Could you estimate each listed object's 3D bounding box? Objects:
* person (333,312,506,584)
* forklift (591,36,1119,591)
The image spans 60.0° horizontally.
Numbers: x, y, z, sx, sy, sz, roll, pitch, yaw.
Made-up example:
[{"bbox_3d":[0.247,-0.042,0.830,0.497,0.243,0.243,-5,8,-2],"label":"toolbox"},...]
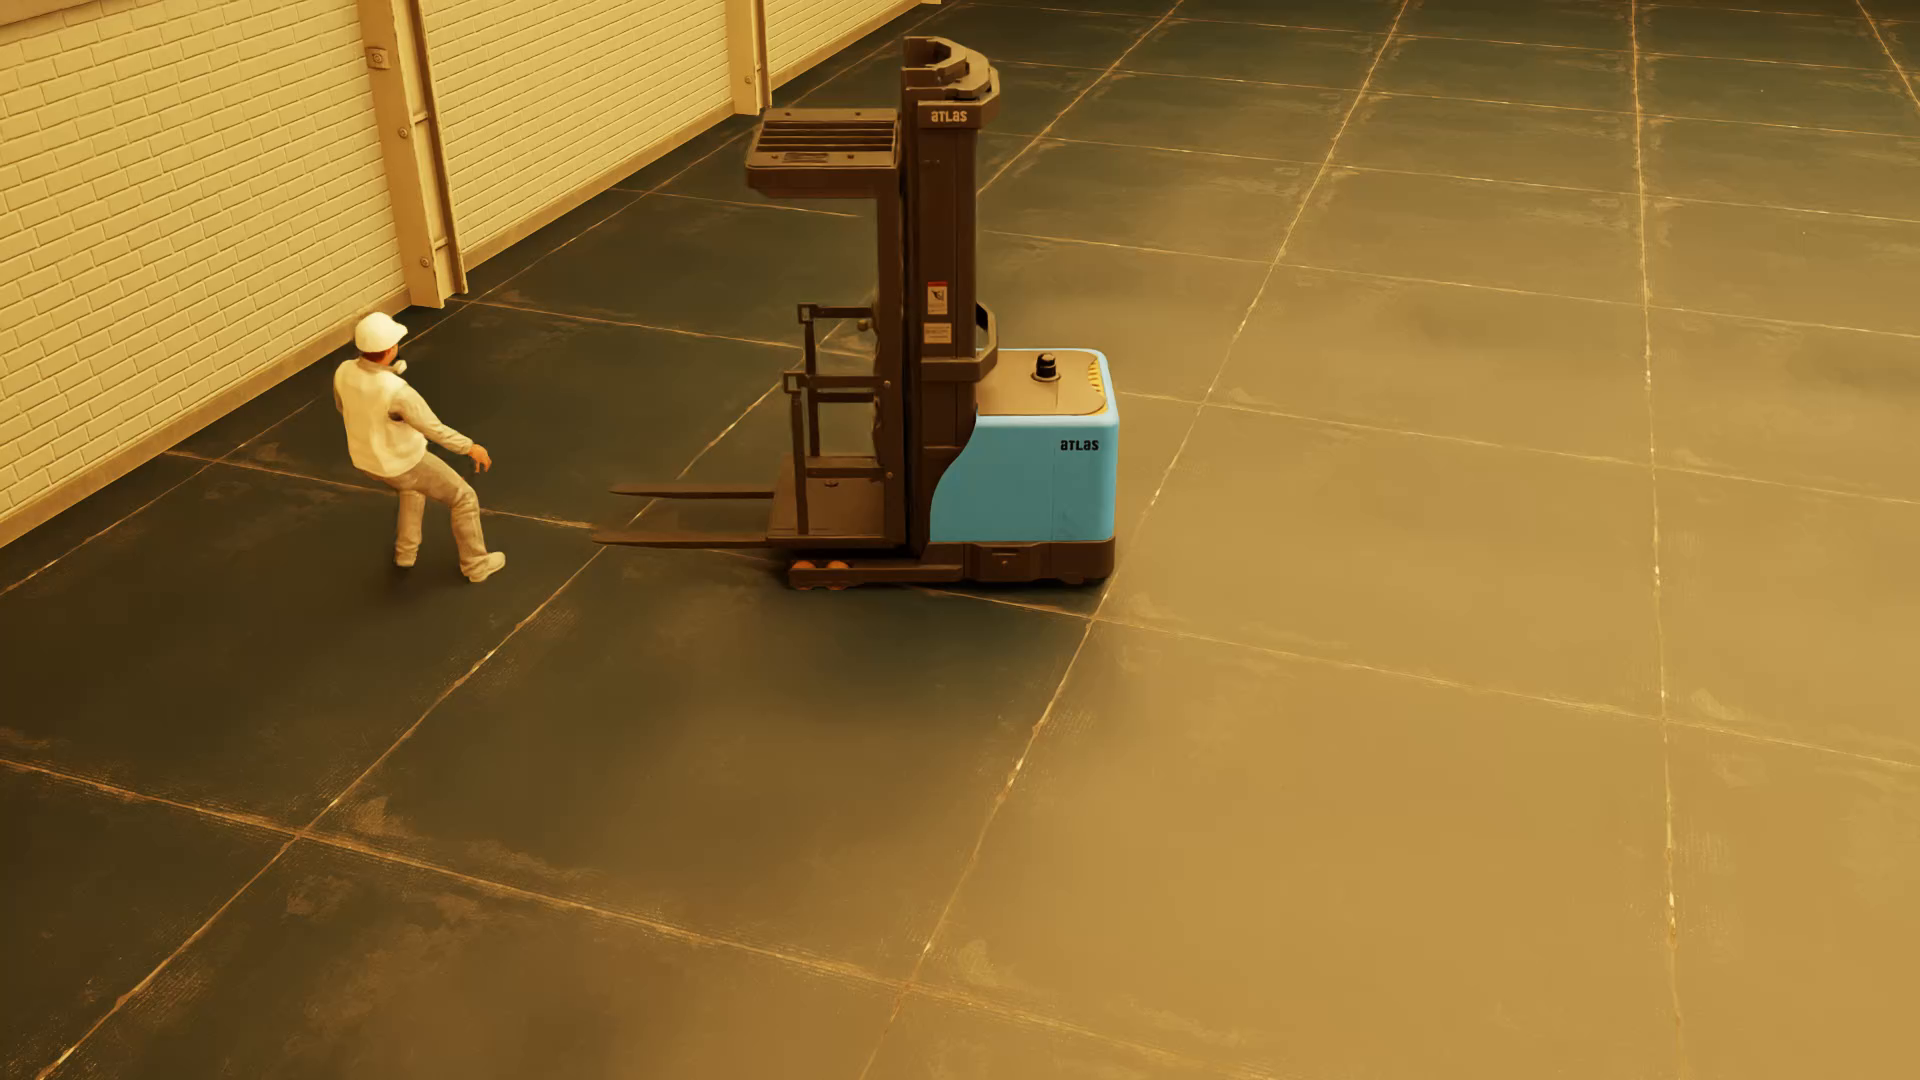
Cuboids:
[{"bbox_3d":[-3.052,-0.526,9.327,0.767,1.681,0.625,15,33,25],"label":"person"},{"bbox_3d":[-0.627,-1.245,9.320,3.031,2.935,1.130,0,30,0],"label":"forklift"}]
